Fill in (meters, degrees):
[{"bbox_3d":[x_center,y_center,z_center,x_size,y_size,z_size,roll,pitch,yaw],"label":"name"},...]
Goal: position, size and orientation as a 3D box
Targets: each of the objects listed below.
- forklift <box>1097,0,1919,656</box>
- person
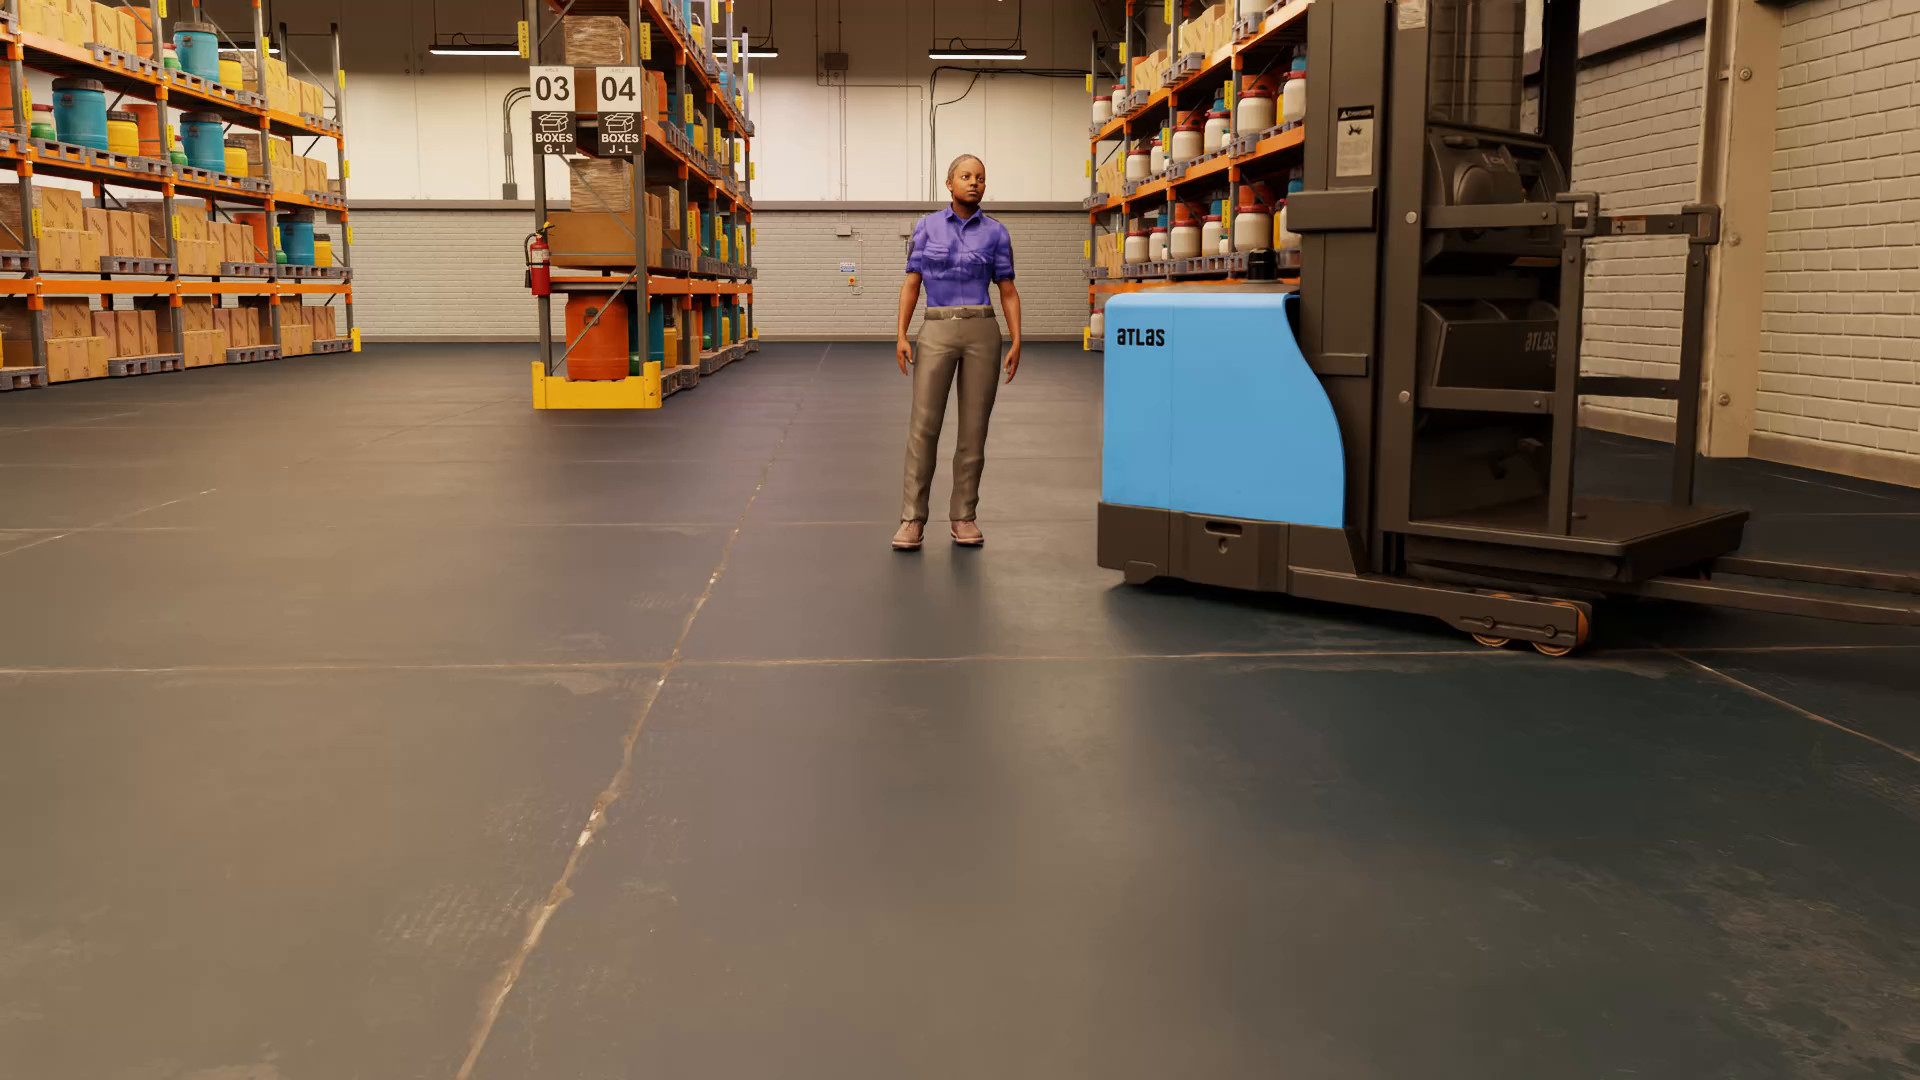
[{"bbox_3d":[1.930,-1.188,5.332,3.031,2.935,1.130,8,11,43],"label":"forklift"},{"bbox_3d":[-0.014,-0.813,7.099,0.569,1.656,0.503,-1,8,-4],"label":"person"}]
